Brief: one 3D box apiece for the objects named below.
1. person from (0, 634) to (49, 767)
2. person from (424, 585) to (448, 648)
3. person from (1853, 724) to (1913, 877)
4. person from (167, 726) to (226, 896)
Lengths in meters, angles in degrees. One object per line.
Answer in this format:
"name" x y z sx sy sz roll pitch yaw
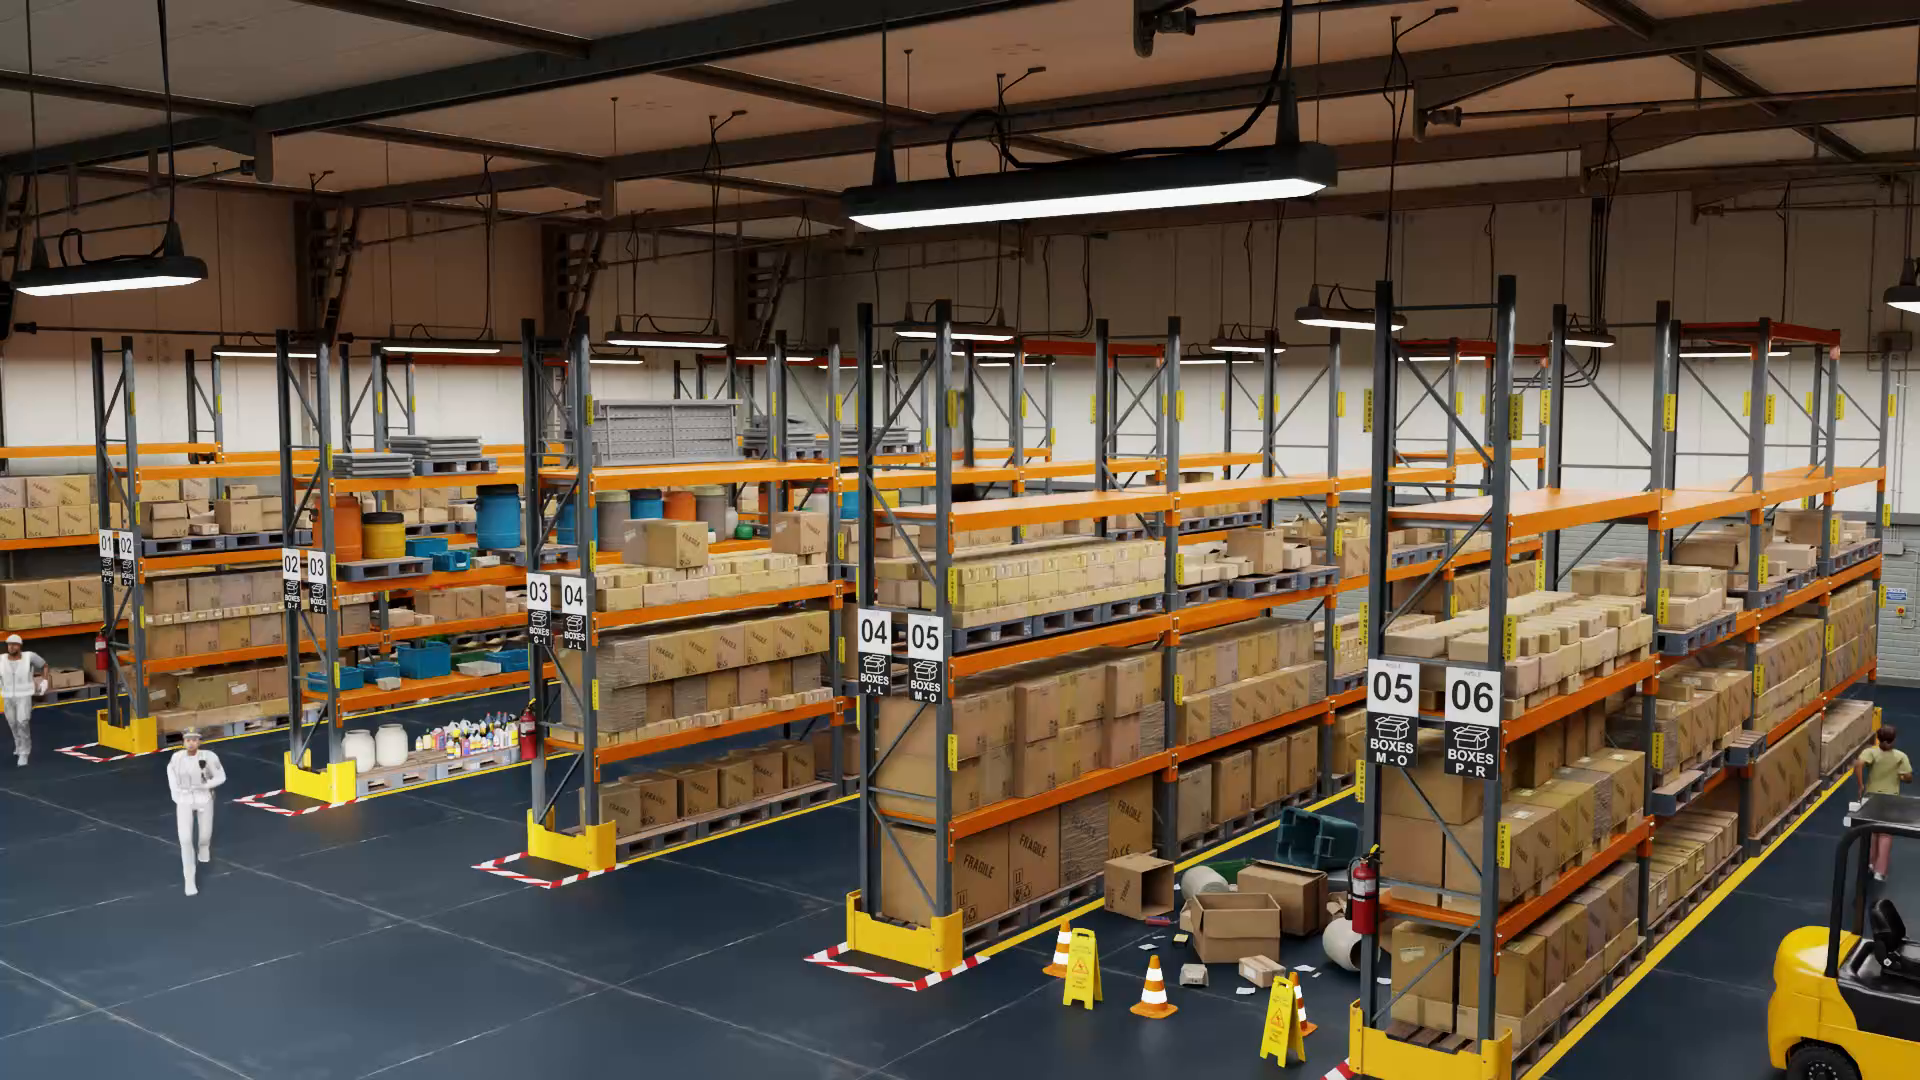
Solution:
"person" -13.272 2.242 23.451 0.706 1.853 0.784 -1 5 -13
"person" -9.669 1.639 30.723 0.709 1.728 0.676 3 6 32
"person" 9.763 2.733 17.585 0.520 1.561 0.771 4 6 38
"person" -8.085 2.808 17.635 0.579 1.730 1.048 -2 5 -23
